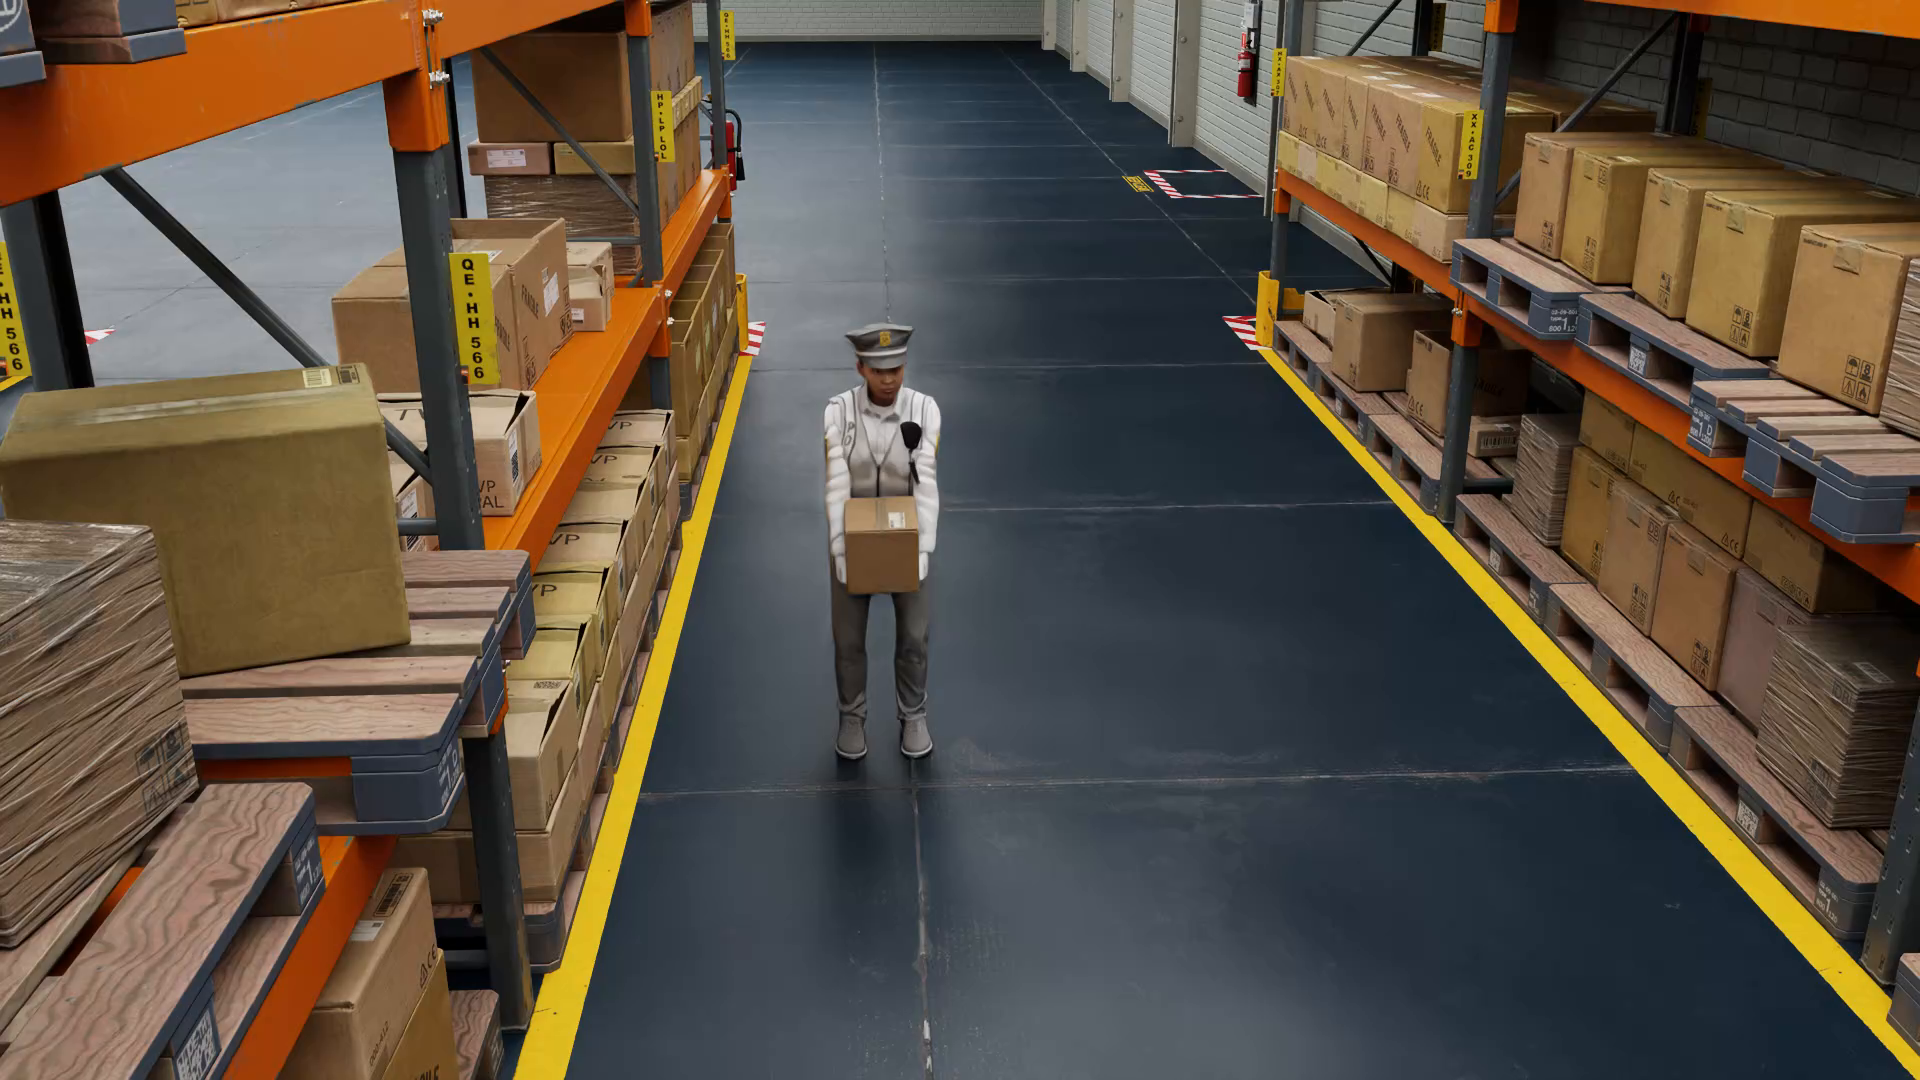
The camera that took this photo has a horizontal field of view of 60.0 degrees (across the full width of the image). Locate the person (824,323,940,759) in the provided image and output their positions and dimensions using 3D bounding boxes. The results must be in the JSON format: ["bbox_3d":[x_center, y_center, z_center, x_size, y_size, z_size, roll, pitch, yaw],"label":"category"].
[{"bbox_3d":[-0.275,0.027,6.020,0.416,1.663,0.544,-1,21,-4],"label":"person"}]
